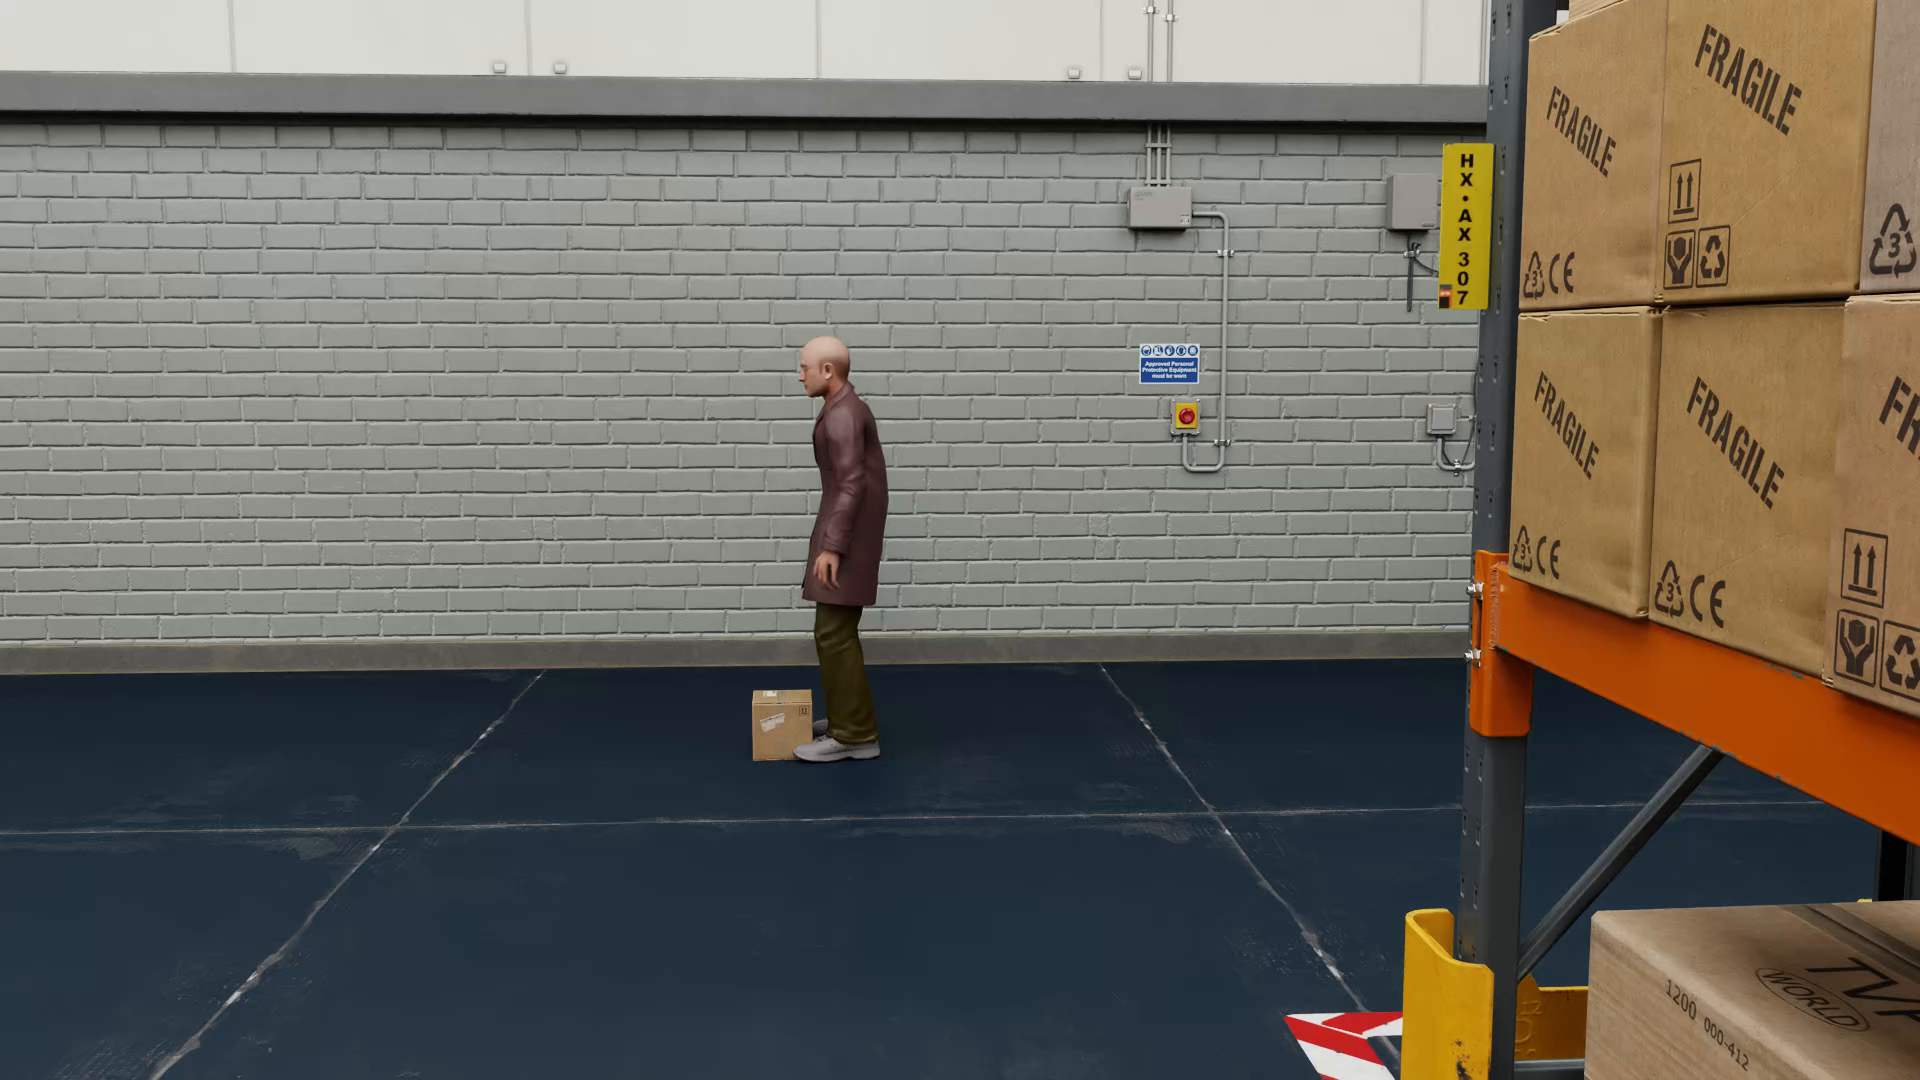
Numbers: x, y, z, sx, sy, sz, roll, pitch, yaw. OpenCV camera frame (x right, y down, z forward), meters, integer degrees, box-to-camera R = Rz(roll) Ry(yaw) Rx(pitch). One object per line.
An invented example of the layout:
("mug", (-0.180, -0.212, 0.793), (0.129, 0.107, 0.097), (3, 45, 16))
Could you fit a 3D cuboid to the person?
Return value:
("person", (-0.512, 0.030, 7.043), (0.422, 1.774, 0.642), (0, 7, -4))
